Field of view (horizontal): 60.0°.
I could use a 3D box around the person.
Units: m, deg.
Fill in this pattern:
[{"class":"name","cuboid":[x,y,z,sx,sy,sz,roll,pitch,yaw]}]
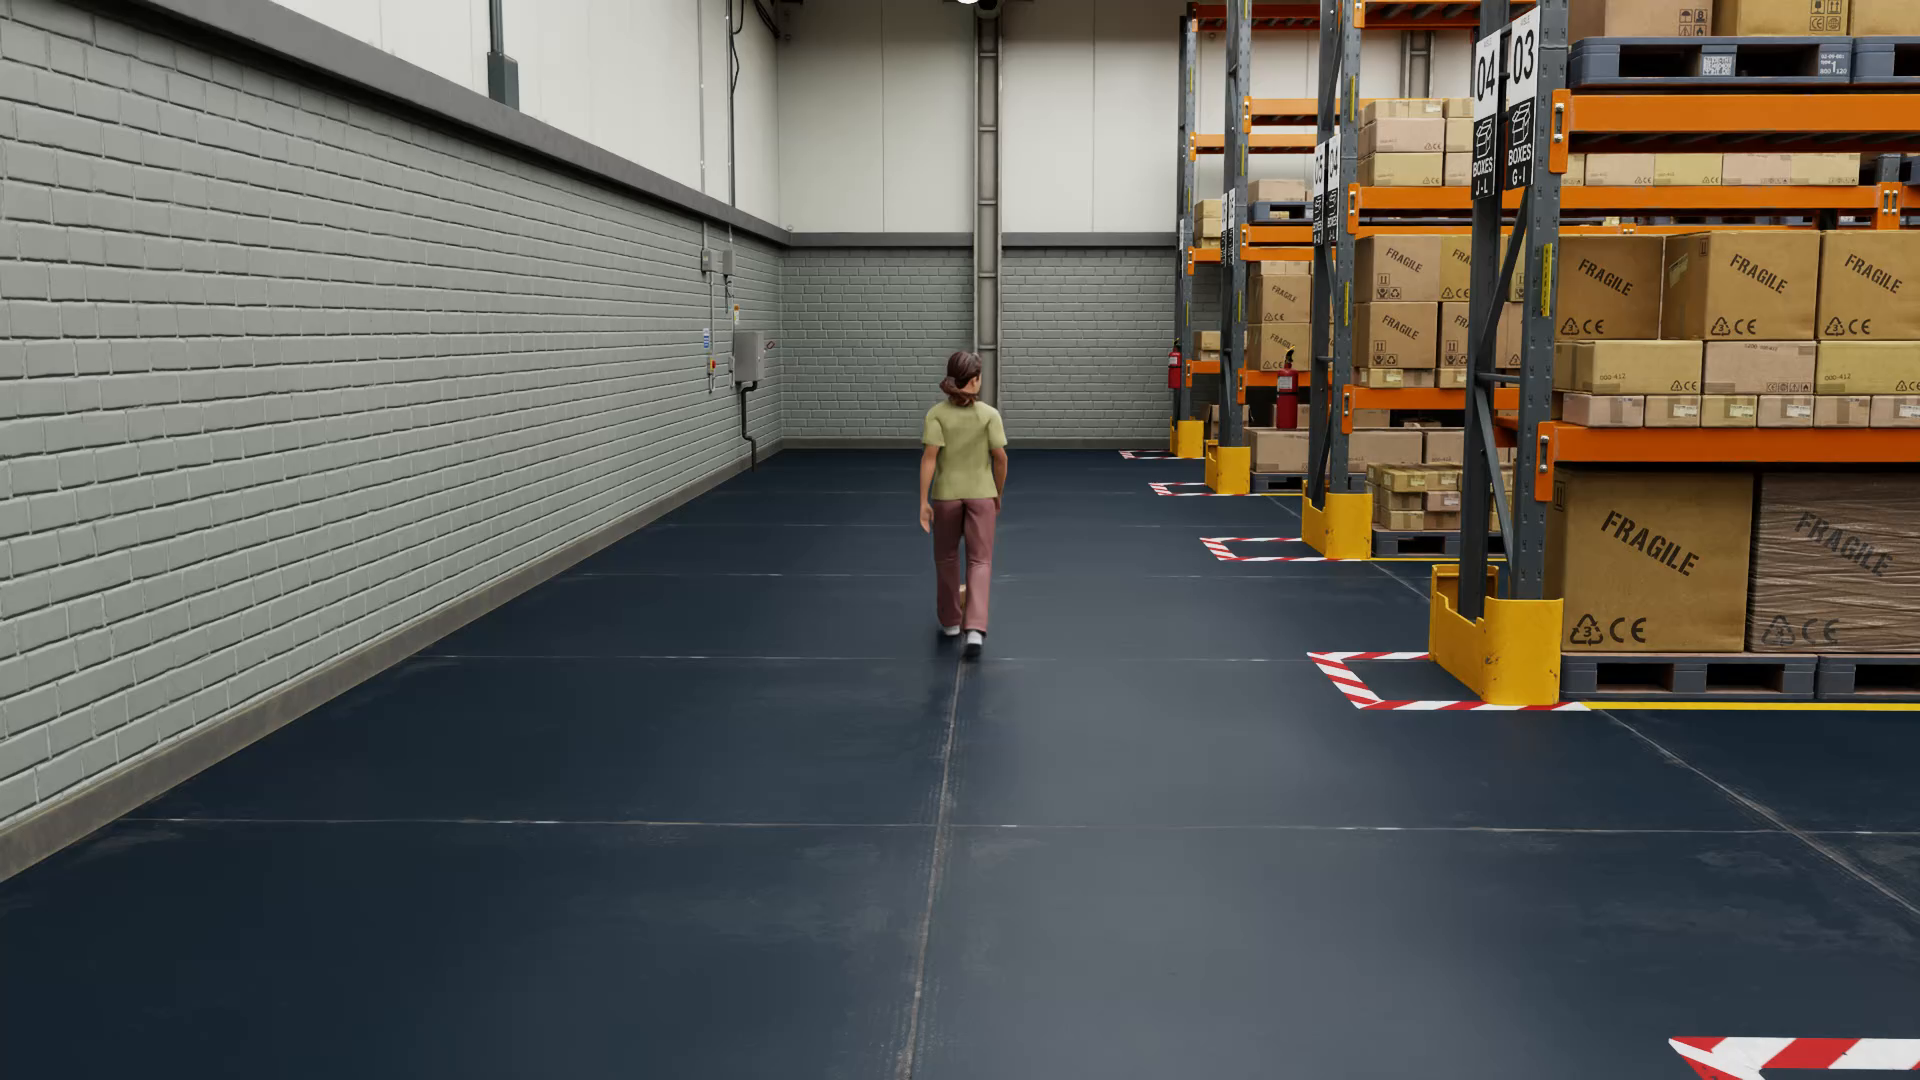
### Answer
[{"class":"person","cuboid":[0.030,-0.233,9.162,0.470,1.616,0.961,0,7,3]}]
